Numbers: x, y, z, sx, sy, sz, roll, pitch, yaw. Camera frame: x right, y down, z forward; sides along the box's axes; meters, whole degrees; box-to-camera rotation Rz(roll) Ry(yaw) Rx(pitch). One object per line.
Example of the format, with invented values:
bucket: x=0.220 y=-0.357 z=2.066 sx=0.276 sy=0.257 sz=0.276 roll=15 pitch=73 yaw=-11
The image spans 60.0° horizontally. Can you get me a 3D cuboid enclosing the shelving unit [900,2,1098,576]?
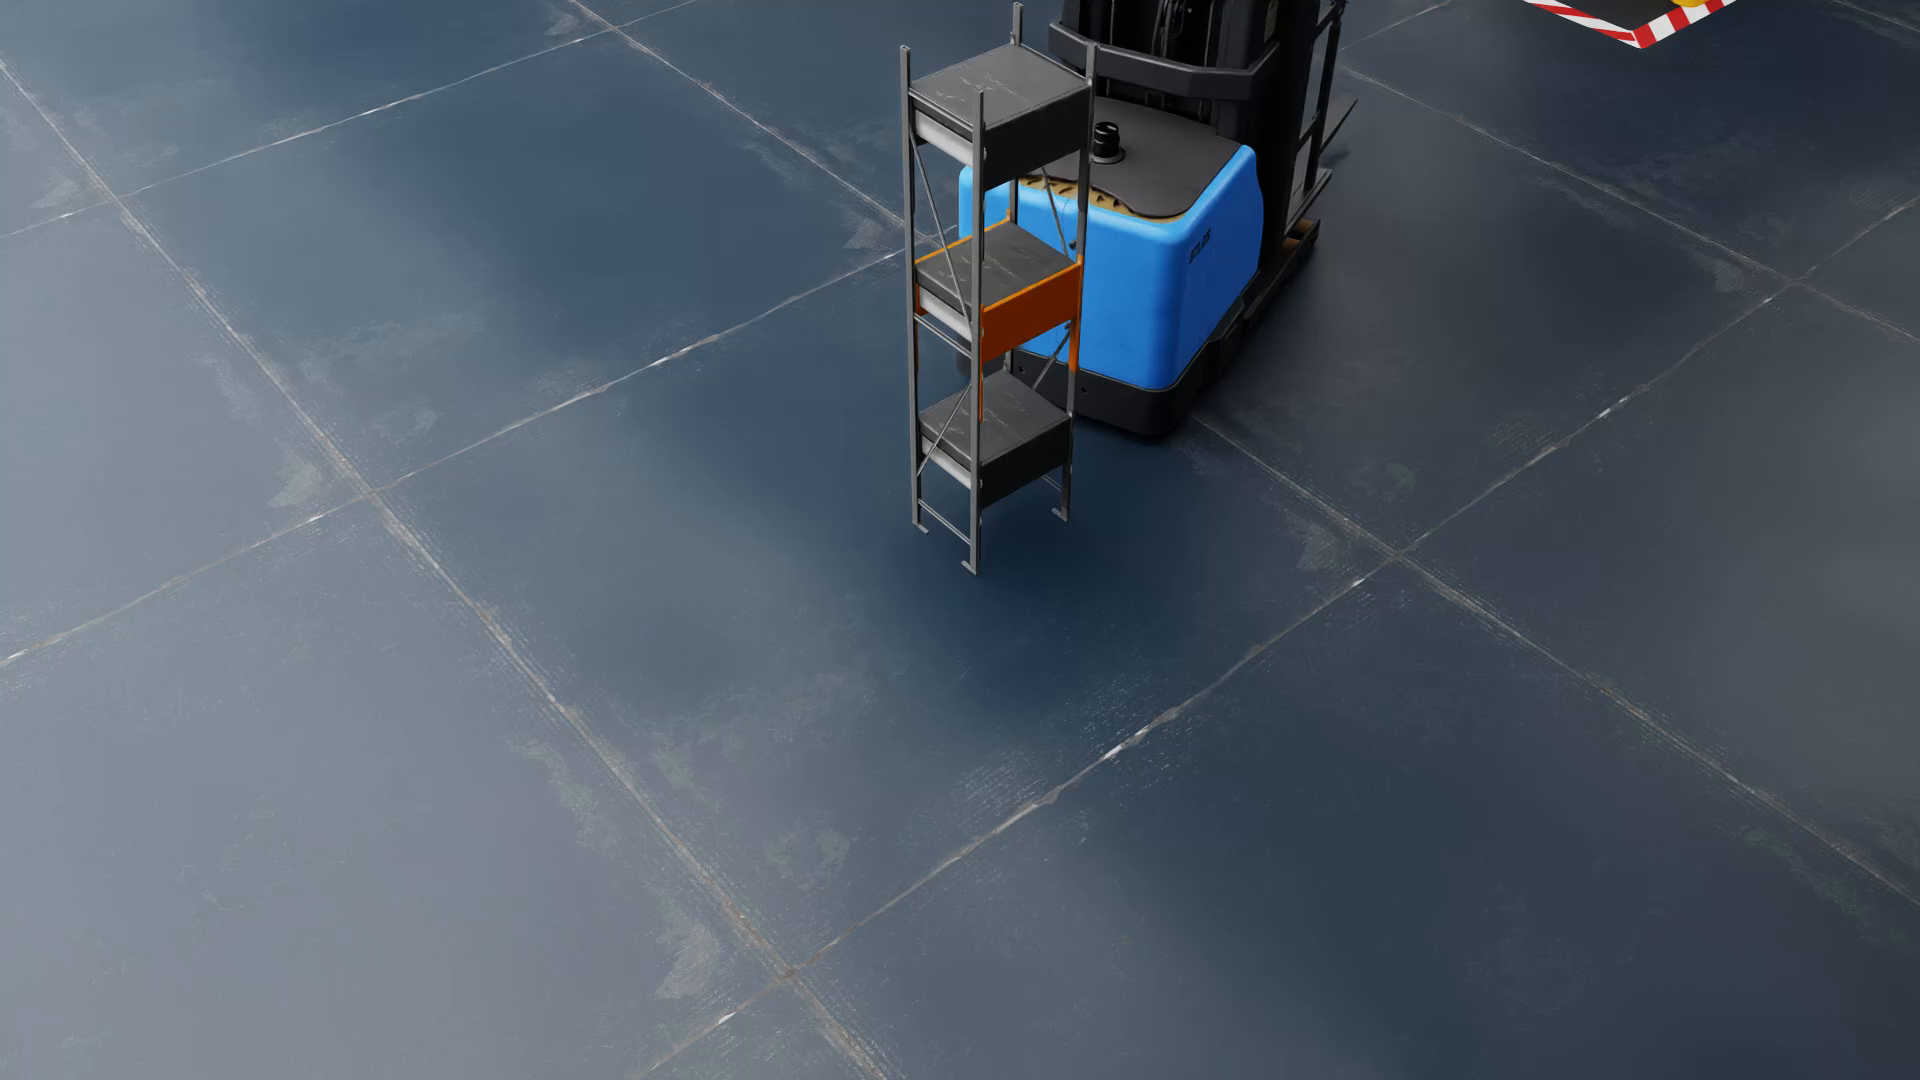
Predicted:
shelving unit: x=0.127 y=-0.838 z=6.109 sx=0.503 sy=2.100 sz=0.431 roll=-30 pitch=51 yaw=-28

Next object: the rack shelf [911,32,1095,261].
rack shelf: x=0.127 y=-1.338 z=5.639 sx=0.480 sy=0.518 sz=0.431 roll=-30 pitch=51 yaw=-28

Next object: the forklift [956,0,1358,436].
forklift: x=1.129 y=-2.516 z=7.288 sx=1.130 sy=2.935 sz=3.031 roll=20 pitch=47 yaw=20

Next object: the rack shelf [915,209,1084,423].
rack shelf: x=0.127 y=-0.828 z=6.118 sx=0.480 sy=0.518 sz=0.431 roll=-30 pitch=51 yaw=-28

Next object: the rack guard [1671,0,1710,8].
rack guard: x=4.252 y=-3.825 z=10.458 sx=0.348 sy=0.500 sz=1.175 roll=-30 pitch=51 yaw=-28

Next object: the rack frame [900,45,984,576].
rack frame: x=-0.060 y=-0.731 z=5.994 sx=0.015 sy=2.100 sz=0.400 roll=-30 pitch=51 yaw=-28

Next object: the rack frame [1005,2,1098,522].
rack frame: x=0.314 y=-0.945 z=6.223 sx=0.015 sy=2.100 sz=0.400 roll=-30 pitch=51 yaw=-28

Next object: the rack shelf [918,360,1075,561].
rack shelf: x=0.127 y=-0.318 z=6.597 sx=0.480 sy=0.518 sz=0.431 roll=-30 pitch=51 yaw=-28
